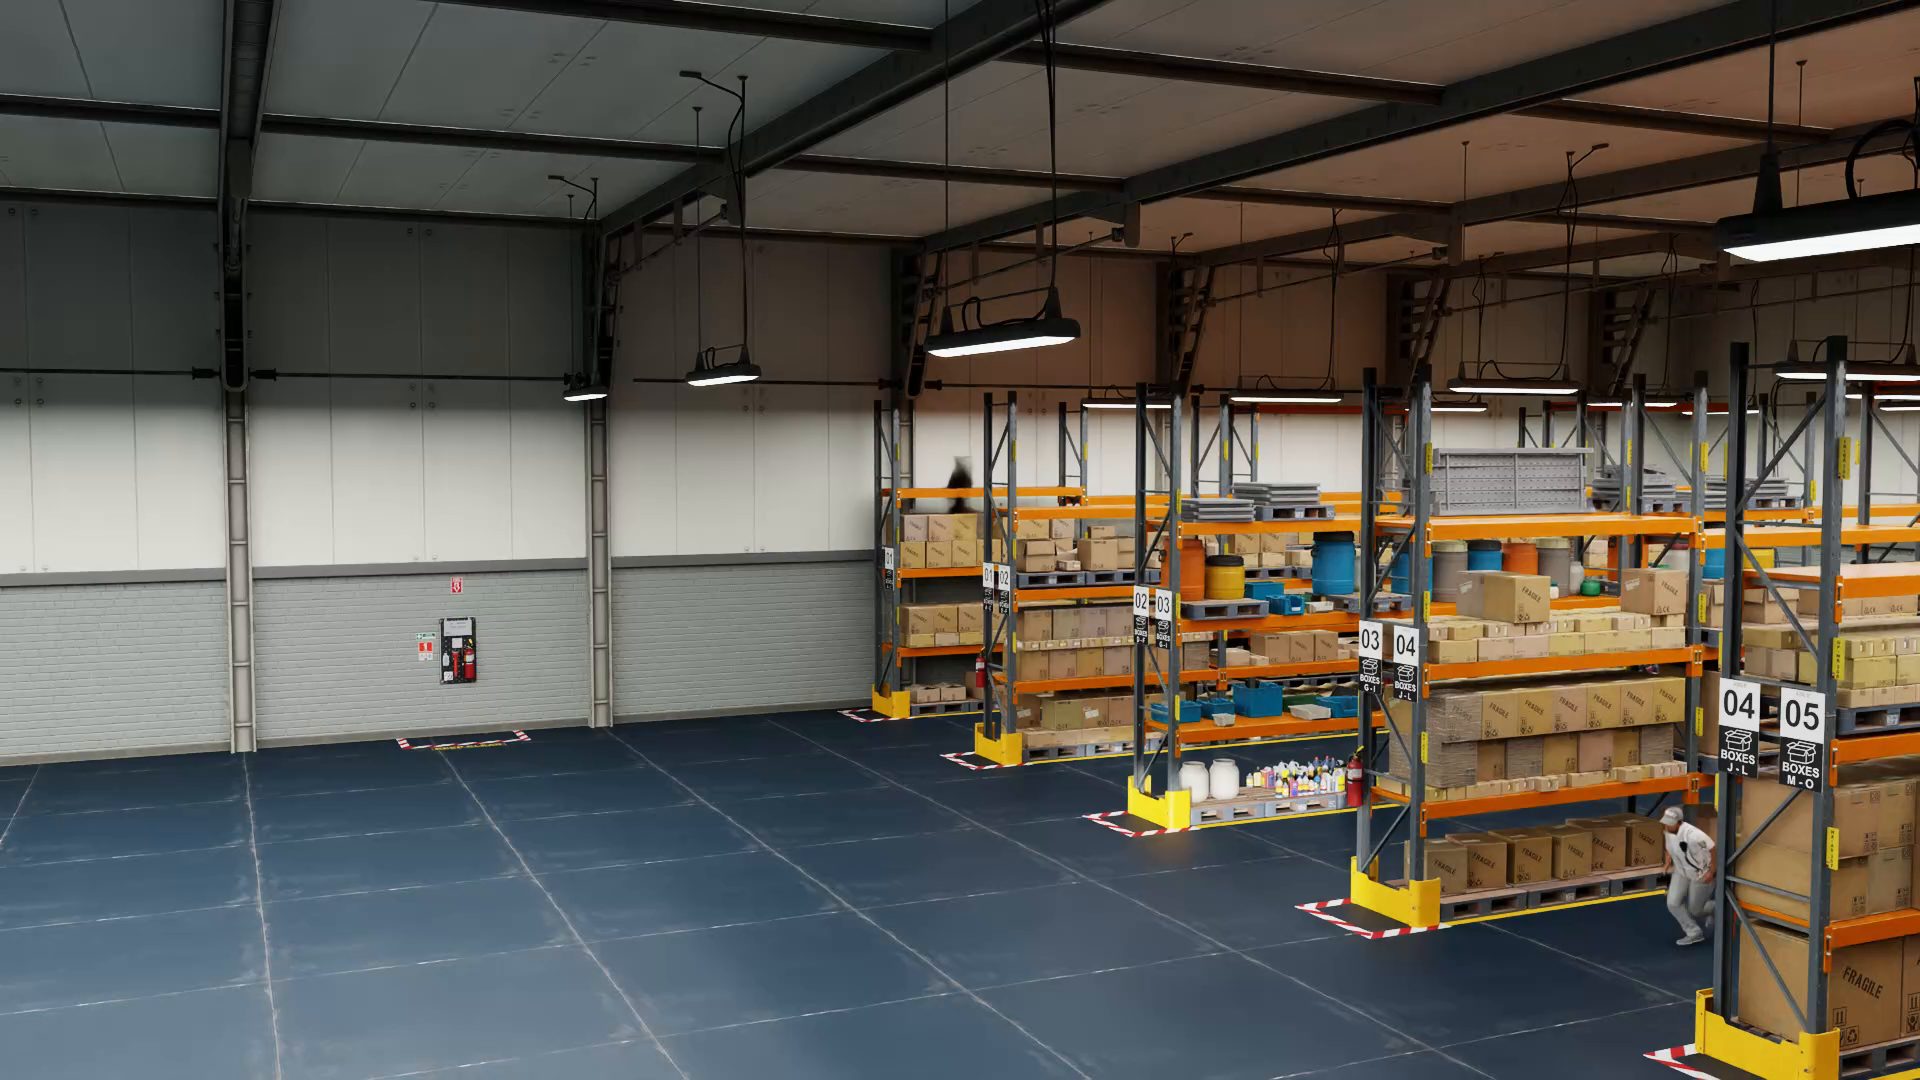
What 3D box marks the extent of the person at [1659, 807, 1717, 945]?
[{"bbox_3d":[7.543,3.448,17.090,0.953,1.474,0.616,-2,4,-30],"label":"person"}]
